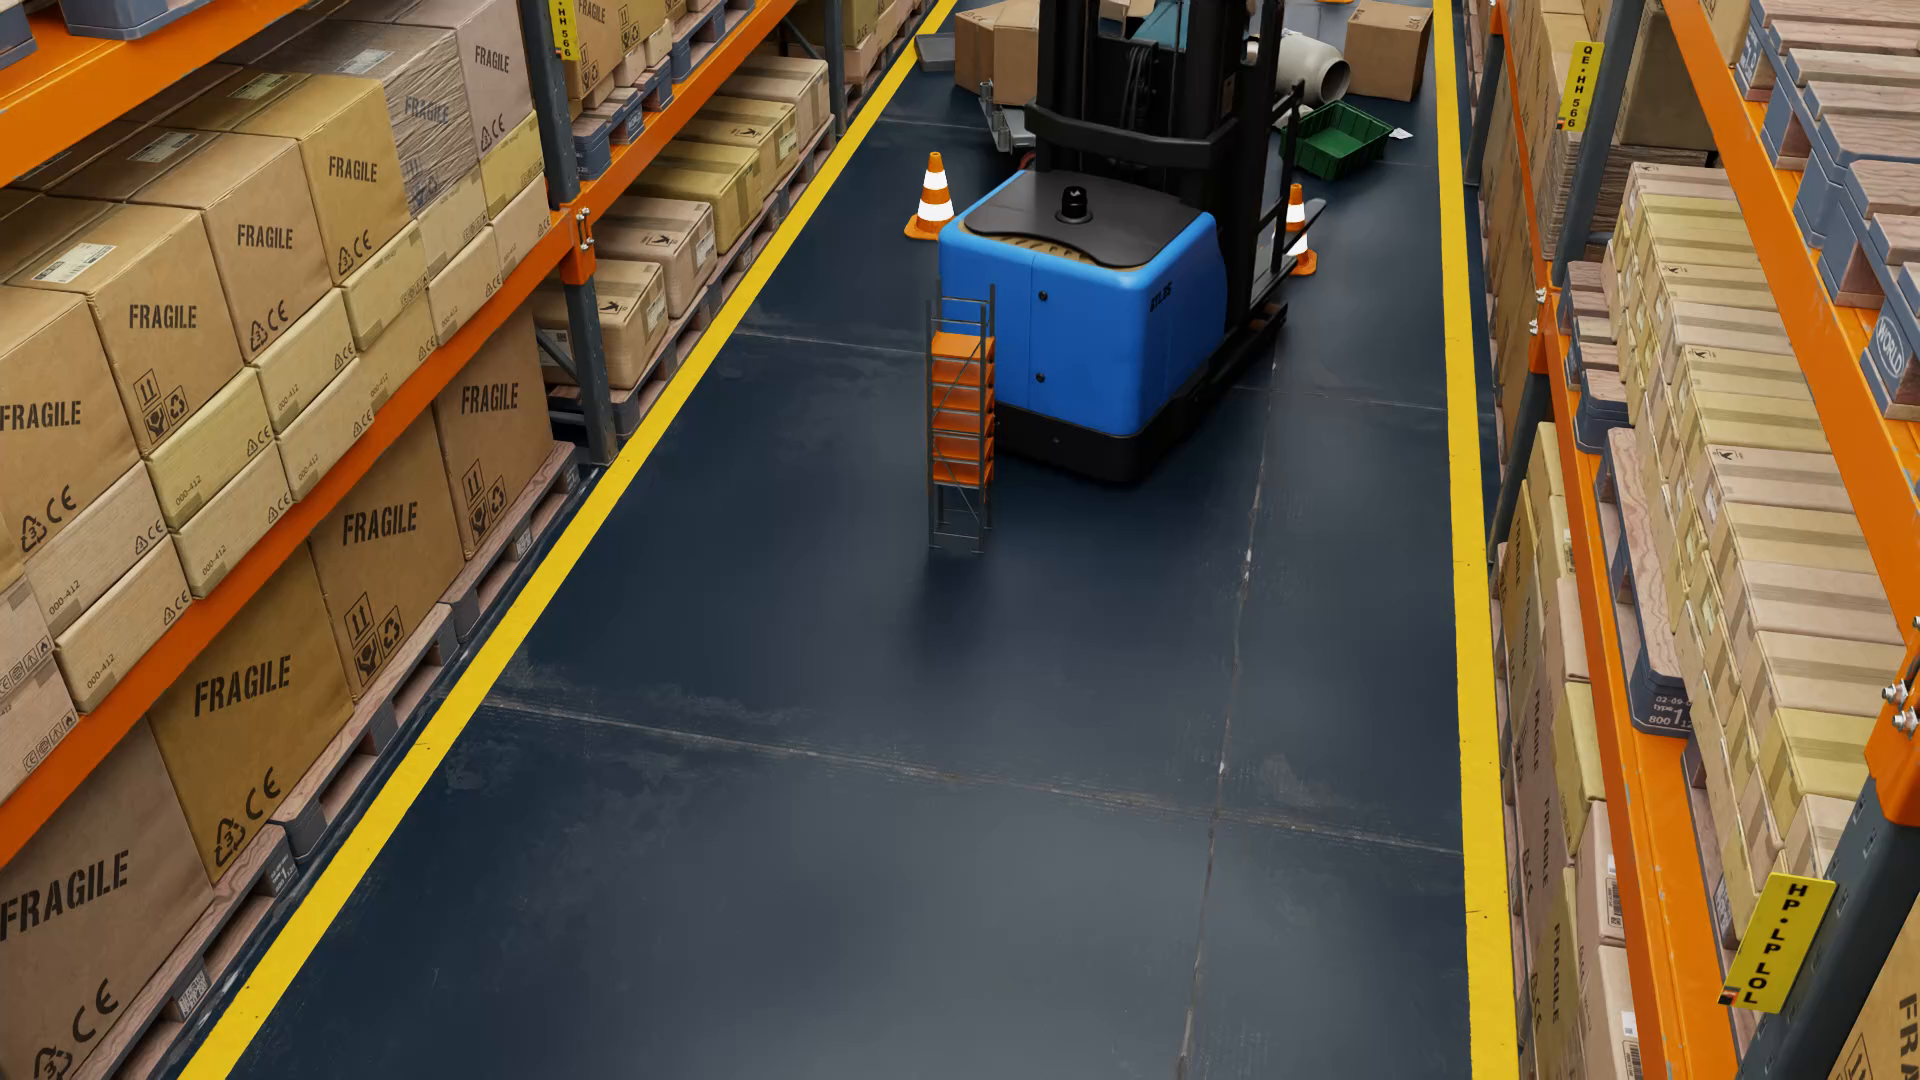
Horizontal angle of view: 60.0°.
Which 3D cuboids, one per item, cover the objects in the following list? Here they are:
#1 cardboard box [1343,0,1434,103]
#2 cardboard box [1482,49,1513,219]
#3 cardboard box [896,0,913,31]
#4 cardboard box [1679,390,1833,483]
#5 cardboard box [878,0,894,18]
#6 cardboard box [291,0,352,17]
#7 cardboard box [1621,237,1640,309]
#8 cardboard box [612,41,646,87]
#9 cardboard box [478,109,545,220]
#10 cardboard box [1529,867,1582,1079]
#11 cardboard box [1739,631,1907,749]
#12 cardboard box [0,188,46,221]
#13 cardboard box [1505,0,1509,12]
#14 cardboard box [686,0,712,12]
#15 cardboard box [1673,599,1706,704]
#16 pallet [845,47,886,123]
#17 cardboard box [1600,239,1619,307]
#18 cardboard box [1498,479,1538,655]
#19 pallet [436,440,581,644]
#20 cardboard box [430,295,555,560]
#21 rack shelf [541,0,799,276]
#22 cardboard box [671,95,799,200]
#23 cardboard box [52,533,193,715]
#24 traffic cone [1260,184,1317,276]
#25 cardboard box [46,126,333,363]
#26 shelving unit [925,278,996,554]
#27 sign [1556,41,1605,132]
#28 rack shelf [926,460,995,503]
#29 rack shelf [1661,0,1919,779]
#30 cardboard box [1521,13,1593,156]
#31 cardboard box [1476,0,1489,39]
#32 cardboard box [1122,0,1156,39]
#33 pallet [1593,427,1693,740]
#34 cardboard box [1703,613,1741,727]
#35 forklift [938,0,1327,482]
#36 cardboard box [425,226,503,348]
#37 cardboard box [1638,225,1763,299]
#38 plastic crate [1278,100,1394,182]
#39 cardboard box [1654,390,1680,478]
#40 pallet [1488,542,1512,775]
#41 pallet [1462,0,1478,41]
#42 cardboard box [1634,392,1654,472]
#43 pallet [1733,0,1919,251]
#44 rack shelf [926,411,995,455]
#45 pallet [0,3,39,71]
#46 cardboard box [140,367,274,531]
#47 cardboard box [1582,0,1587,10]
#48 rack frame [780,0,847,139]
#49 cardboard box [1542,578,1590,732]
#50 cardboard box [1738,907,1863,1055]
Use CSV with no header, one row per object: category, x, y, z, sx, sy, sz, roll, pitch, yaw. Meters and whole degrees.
cardboard box,2.940,-3.382,11.488,0.500,0.500,0.500,14,38,18
cardboard box,3.566,-2.266,9.380,1.050,0.750,0.750,7,37,10
cardboard box,-0.643,-3.910,12.073,0.500,0.250,0.500,7,36,9
cardboard box,2.132,-0.253,4.393,0.380,0.149,0.250,7,36,9
cardboard box,-0.754,-3.910,11.435,0.500,0.500,0.500,9,37,12
cardboard box,-2.445,-1.837,6.291,0.500,0.500,0.500,6,36,8
cardboard box,2.401,-0.862,5.486,0.380,0.149,0.250,9,37,12
cardboard box,-1.653,-2.184,7.563,0.380,0.149,0.250,5,36,7
cardboard box,-1.956,-1.476,6.432,0.500,0.250,0.500,7,37,10
cardboard box,1.924,1.304,4.666,0.500,0.500,0.500,6,36,9
cardboard box,1.911,0.347,3.565,0.380,0.149,0.250,6,36,8
cardboard box,-2.874,-0.669,4.680,0.500,0.500,0.500,8,37,11
cardboard box,3.236,-3.147,8.951,0.500,0.500,0.500,8,37,10
cardboard box,-1.457,-2.795,8.407,0.380,0.149,0.250,8,37,11
cardboard box,2.011,0.296,4.142,0.380,0.149,0.250,6,36,8
pallet,-1.138,-3.197,11.481,1.003,0.211,1.213,7,37,10
cardboard box,2.464,-0.918,5.817,0.380,0.149,0.250,7,36,9
cardboard box,2.356,0.135,6.280,0.500,0.500,0.500,6,36,8
pallet,-2.343,-0.072,7.169,1.003,0.211,1.213,7,37,10
cardboard box,-2.330,-0.568,6.930,0.875,0.875,0.875,7,37,10
rack shelf,-1.674,-2.499,8.755,1.077,0.370,4.000,7,37,10
cardboard box,-1.506,-2.329,9.789,0.950,0.372,0.625,10,37,13
cardboard box,-2.494,0.195,4.553,0.500,0.250,0.500,6,36,9
traffic cone,1.849,-1.767,9.294,0.336,0.463,0.334,7,37,10
cardboard box,-2.285,-0.891,4.986,0.500,0.500,0.500,7,36,9
shelving unit,0.003,-0.494,6.909,0.258,1.200,0.189,7,37,10
sign,2.214,-1.617,5.939,0.100,0.325,0.005,7,37,10
rack shelf,0.003,-0.264,7.076,0.258,0.103,0.180,7,37,10
rack shelf,2.329,-0.858,3.934,1.077,0.370,4.000,7,37,10
cardboard box,2.805,-1.986,7.348,0.500,0.500,0.500,7,36,9
cardboard box,4.199,-4.075,11.769,0.875,0.875,0.875,7,36,9
cardboard box,1.514,-3.412,11.414,0.797,0.637,0.503,7,37,10
pallet,2.374,0.137,4.669,1.003,0.211,1.213,7,37,10
cardboard box,1.959,0.320,3.855,0.380,0.149,0.250,6,36,8
forklift,1.061,-2.288,7.909,1.130,2.935,3.031,19,40,24
cardboard box,-2.049,-0.965,6.154,0.500,0.250,0.500,8,37,11
cardboard box,2.357,-0.855,5.223,0.380,0.149,0.250,7,37,10
plastic crate,2.368,-2.523,10.522,0.450,0.188,0.662,36,48,26
cardboard box,2.183,-0.279,4.682,0.380,0.149,0.250,7,37,10
pallet,2.588,0.496,6.386,1.003,0.211,1.213,7,37,10
pallet,4.371,-4.070,12.686,1.003,0.211,1.213,7,37,10
cardboard box,2.238,-0.302,4.966,0.380,0.149,0.250,8,37,11
pallet,2.357,-0.862,3.487,1.213,0.211,1.003,7,37,10
rack shelf,0.003,-0.458,6.935,0.258,0.103,0.180,7,37,10
pallet,-2.808,-1.019,3.707,0.805,0.209,1.217,6,36,8
cardboard box,-2.368,-0.297,4.806,0.500,0.250,0.500,8,37,11
cardboard box,3.185,-2.660,7.427,0.700,0.500,0.500,7,37,10
rack frame,-1.247,-3.937,10.126,1.000,3.000,0.127,7,37,10
cardboard box,2.146,0.395,5.282,0.500,0.250,0.500,8,37,10
cardboard box,1.793,0.892,3.320,0.380,0.149,0.250,7,36,9
